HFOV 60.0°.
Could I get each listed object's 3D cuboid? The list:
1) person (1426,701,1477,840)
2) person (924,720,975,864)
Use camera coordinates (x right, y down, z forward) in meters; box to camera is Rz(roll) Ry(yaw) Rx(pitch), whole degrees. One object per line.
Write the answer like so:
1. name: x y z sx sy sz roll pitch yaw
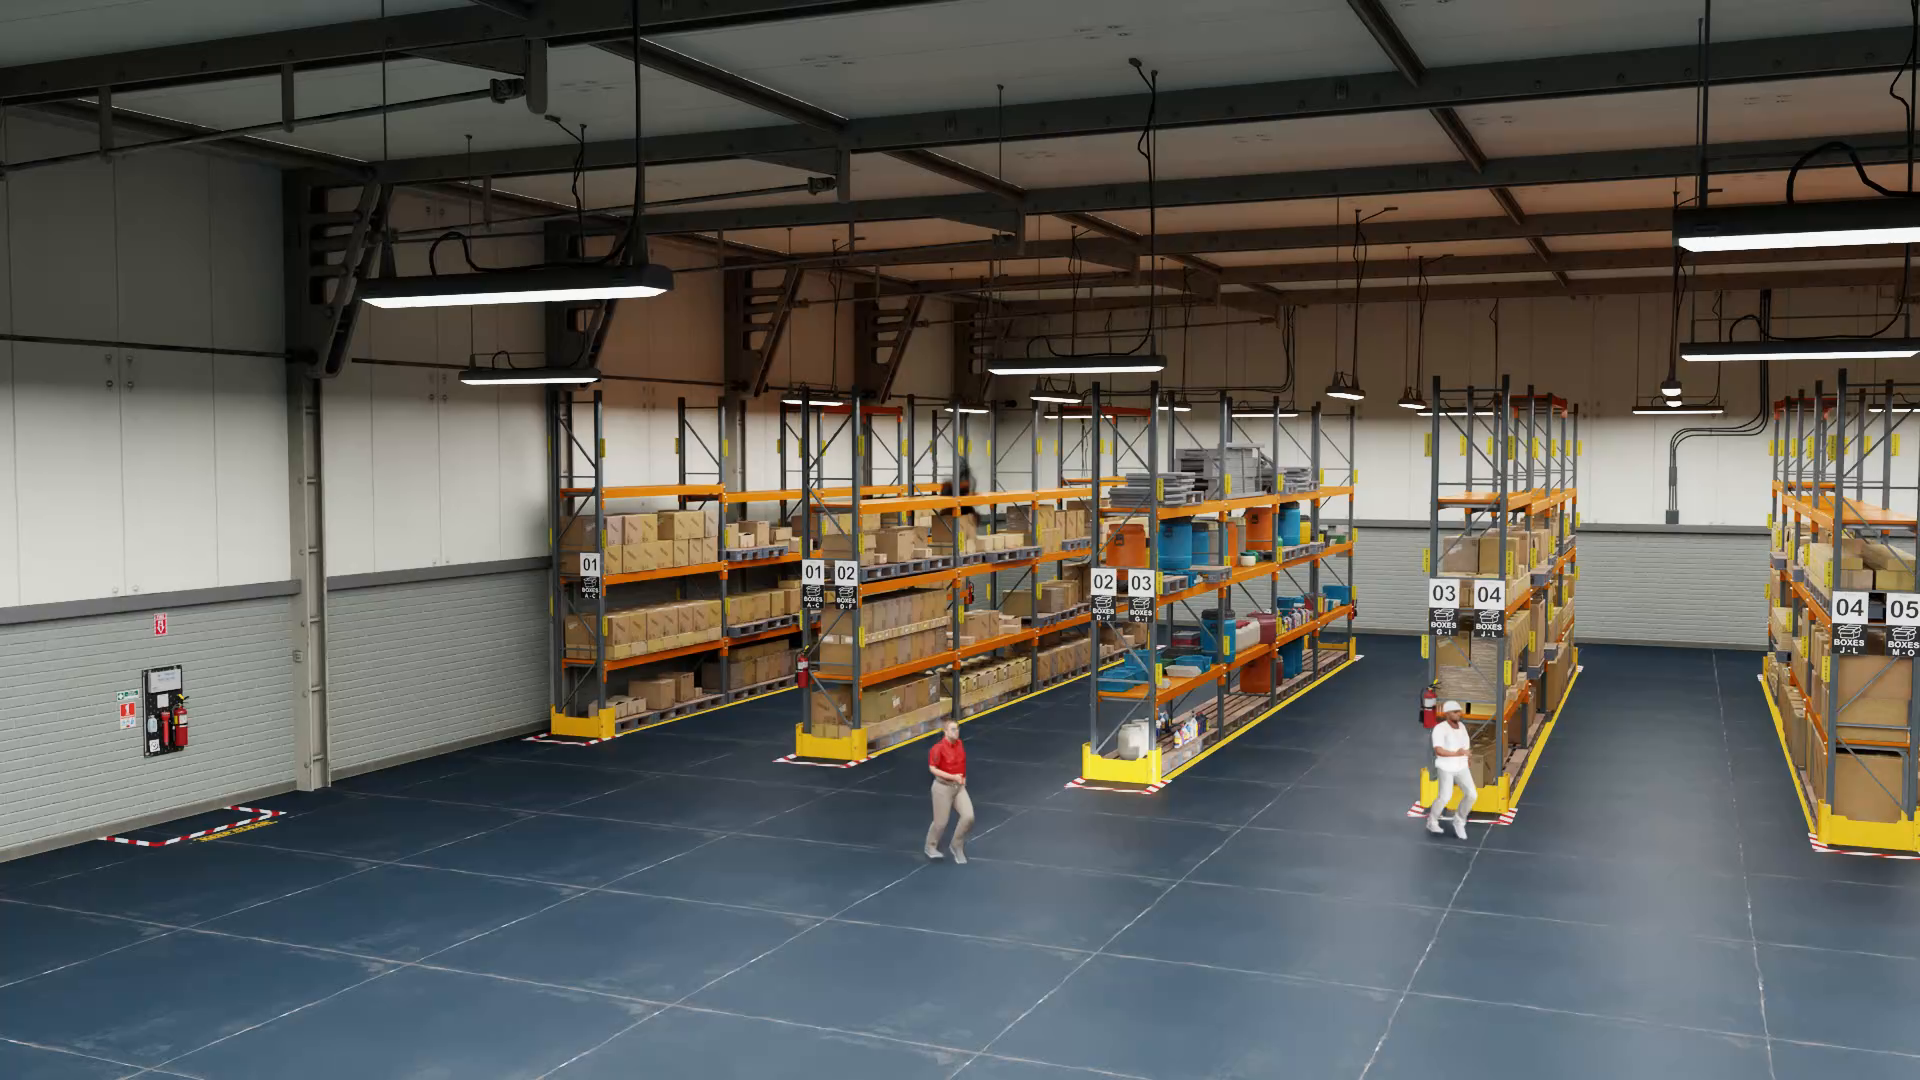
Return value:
1. person: 6.344 2.951 21.330 0.683 1.786 0.731 -1 3 -24
2. person: -0.124 3.057 20.081 0.633 1.780 0.729 -3 4 -42
